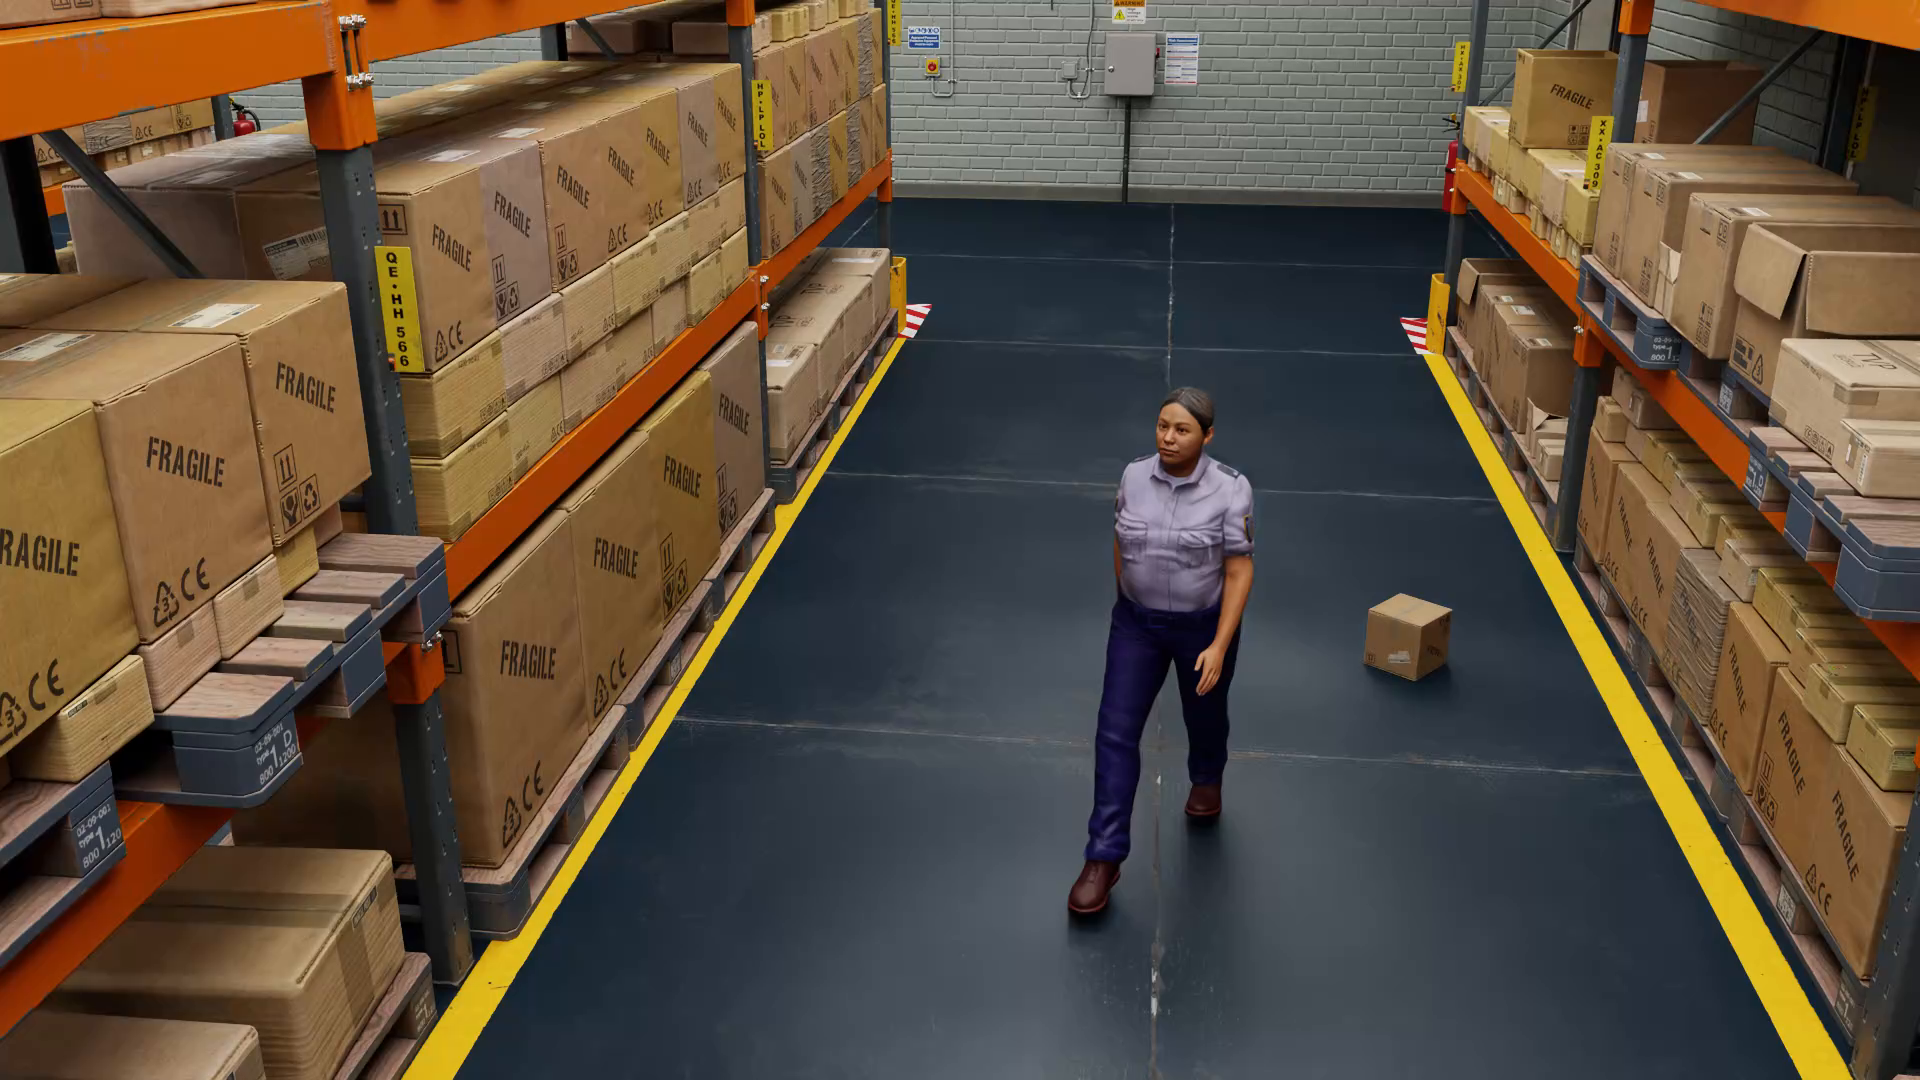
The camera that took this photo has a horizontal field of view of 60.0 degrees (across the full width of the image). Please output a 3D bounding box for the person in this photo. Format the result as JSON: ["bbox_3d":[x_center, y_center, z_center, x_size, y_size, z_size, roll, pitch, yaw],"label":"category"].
[{"bbox_3d":[0.673,0.301,5.299,0.493,1.581,1.006,8,23,20],"label":"person"}]
